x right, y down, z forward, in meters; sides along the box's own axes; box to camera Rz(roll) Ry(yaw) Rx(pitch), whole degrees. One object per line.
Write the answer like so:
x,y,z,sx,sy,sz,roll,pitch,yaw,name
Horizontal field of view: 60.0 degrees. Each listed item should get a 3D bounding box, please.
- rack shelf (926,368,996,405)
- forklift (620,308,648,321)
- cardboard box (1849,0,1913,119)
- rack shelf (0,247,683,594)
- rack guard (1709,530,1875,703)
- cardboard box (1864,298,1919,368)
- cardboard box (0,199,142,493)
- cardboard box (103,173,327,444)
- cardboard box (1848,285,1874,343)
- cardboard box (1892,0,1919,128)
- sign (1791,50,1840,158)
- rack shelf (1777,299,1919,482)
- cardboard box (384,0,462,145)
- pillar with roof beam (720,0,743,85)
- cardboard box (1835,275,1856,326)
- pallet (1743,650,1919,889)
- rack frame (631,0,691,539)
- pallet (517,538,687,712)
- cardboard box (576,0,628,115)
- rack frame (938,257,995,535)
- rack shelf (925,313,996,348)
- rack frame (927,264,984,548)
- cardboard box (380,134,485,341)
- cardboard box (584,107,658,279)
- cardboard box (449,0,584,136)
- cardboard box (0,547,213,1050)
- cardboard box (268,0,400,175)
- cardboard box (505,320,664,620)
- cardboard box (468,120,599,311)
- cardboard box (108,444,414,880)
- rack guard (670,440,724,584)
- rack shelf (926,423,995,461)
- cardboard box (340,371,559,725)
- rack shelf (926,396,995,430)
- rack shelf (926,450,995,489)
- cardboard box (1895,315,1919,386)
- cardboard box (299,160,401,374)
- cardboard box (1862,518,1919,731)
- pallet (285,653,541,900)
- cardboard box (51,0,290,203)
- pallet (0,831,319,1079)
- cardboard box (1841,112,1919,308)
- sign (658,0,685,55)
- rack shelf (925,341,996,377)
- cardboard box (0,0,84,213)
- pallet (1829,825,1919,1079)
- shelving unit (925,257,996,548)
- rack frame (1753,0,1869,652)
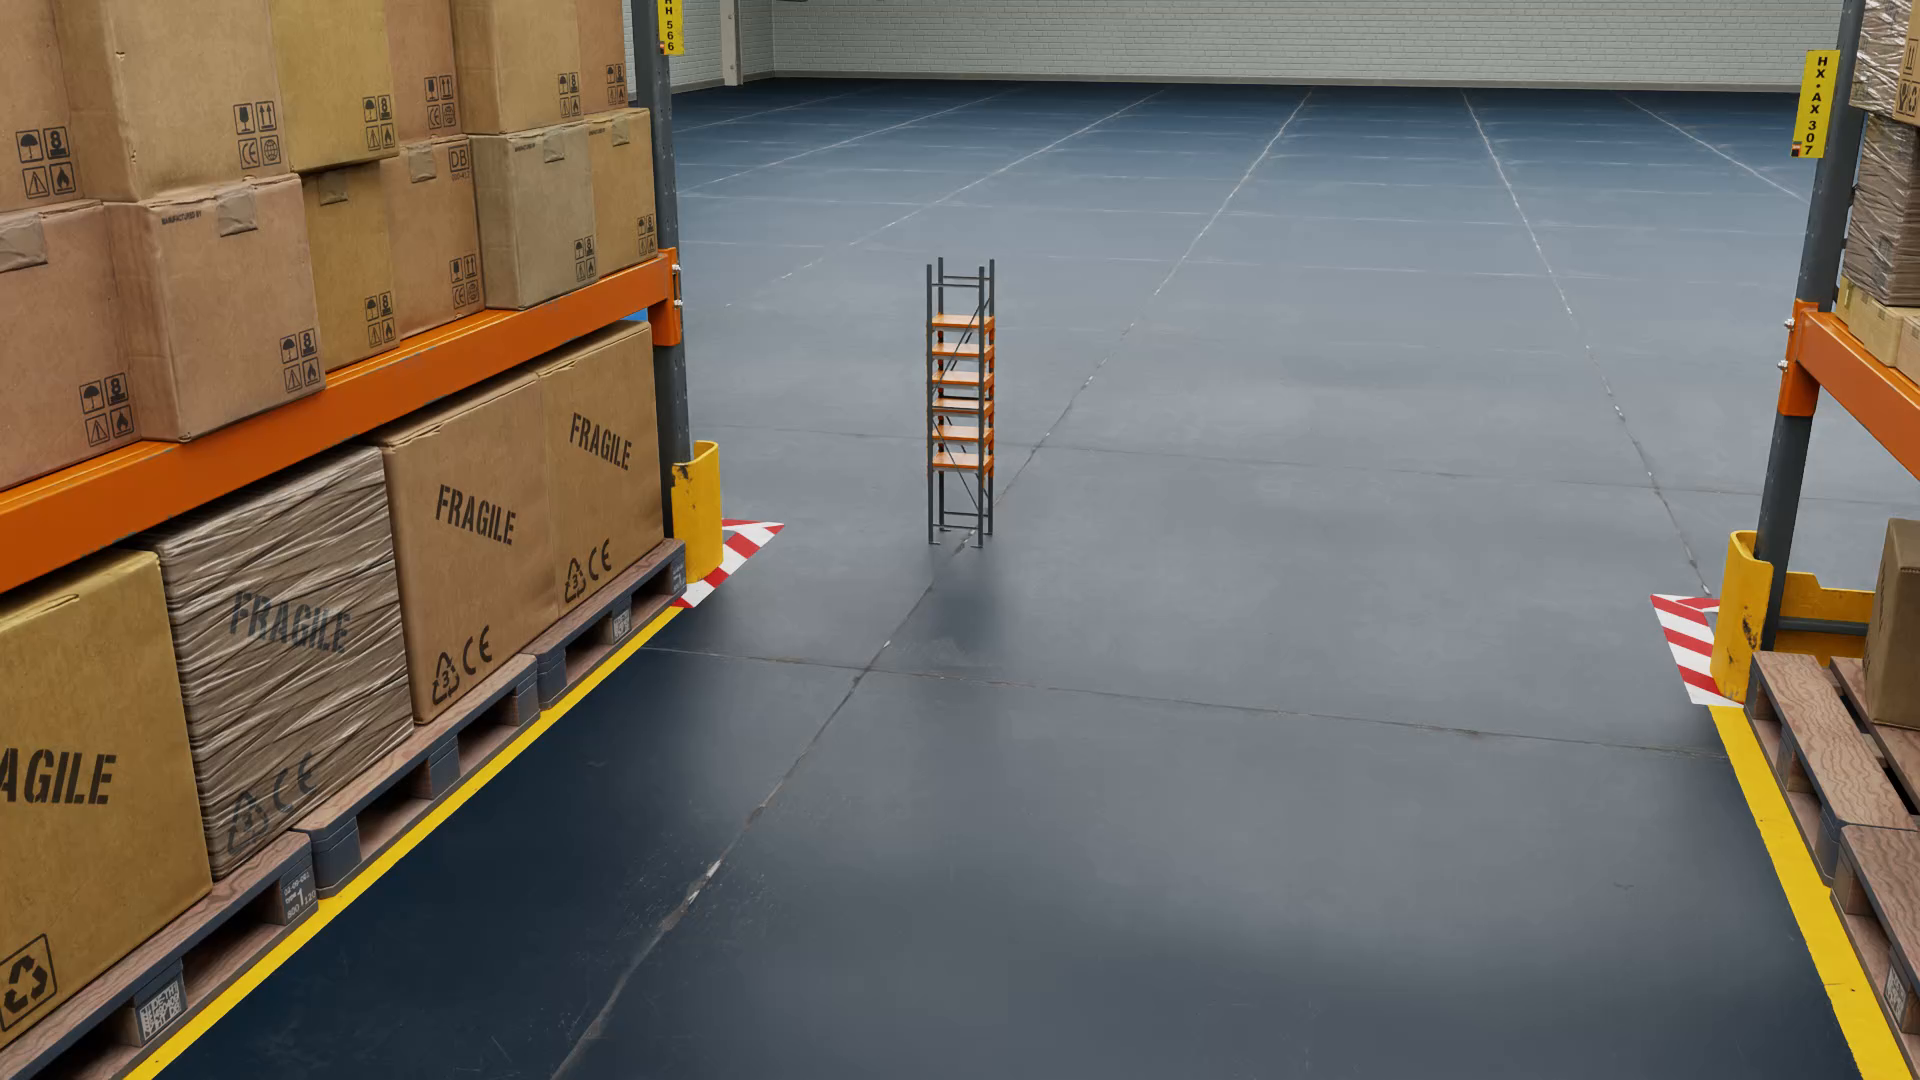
0.004,-0.644,6.982,0.258,0.103,0.180,5,19,13,rack shelf
-2.972,-1.794,7.904,3.031,2.935,1.130,7,20,20,forklift
2.800,-1.418,4.537,0.500,0.500,0.500,5,19,13,cardboard box
-2.075,-0.364,4.725,1.077,0.370,4.000,5,19,13,rack shelf
3.180,0.299,5.539,1.175,0.500,0.348,5,19,13,rack guard
2.743,-0.564,4.588,0.380,0.149,0.250,5,19,13,cardboard box
-2.372,-0.439,3.600,0.875,0.550,0.550,5,19,13,cardboard box
-2.126,-0.599,4.069,0.875,0.550,0.550,5,19,13,cardboard box
2.818,-0.641,4.814,0.380,0.149,0.250,5,19,13,cardboard box
2.671,-1.262,4.080,0.500,0.500,0.500,5,19,13,cardboard box
2.673,-1.360,5.190,0.100,0.325,0.005,5,19,13,sign
2.710,0.060,3.485,1.077,0.370,4.000,5,19,13,rack shelf
-2.028,-1.455,4.905,0.875,0.550,0.550,5,19,13,cardboard box
-0.765,-13.836,33.774,9.100,9.000,0.400,5,19,13,pillar with roof beam
2.898,-0.718,5.039,0.380,0.149,0.250,5,19,13,cardboard box
2.948,0.688,4.848,1.003,0.211,1.213,5,19,13,pallet
-1.586,-1.331,6.444,1.000,3.000,0.127,5,19,13,rack frame
-1.706,0.245,6.143,1.003,0.211,1.213,5,19,13,pallet
-1.714,-1.800,5.914,0.875,0.550,0.550,5,19,13,cardboard box
0.026,-0.601,7.091,0.240,1.200,0.006,5,19,13,rack frame
0.004,-0.871,6.905,0.258,0.103,0.180,5,19,13,rack shelf
-0.019,-0.544,6.923,0.240,1.200,0.006,5,19,13,rack frame
-2.005,-0.942,5.074,0.875,0.550,0.550,5,19,13,cardboard box
-1.633,-1.282,6.069,0.875,0.550,0.550,5,19,13,cardboard box
-1.759,-1.620,5.388,0.875,0.550,0.550,5,19,13,cardboard box
-2.342,0.538,3.610,0.875,0.875,0.875,5,19,14,cardboard box
-2.031,-1.279,4.389,0.875,0.550,0.500,5,19,13,cardboard box
-1.688,-0.307,6.082,0.875,0.875,0.875,5,19,14,cardboard box
-1.746,-1.108,5.559,0.875,0.550,0.550,5,19,13,cardboard box
-2.125,0.255,4.438,0.875,0.875,0.875,5,19,14,cardboard box
-1.580,-0.156,6.870,1.175,0.500,0.348,5,19,13,rack guard
0.004,-0.417,7.060,0.258,0.103,0.180,5,19,13,rack shelf
-1.901,-0.031,5.274,0.875,0.875,0.875,4,19,13,cardboard box
0.004,-0.530,7.021,0.258,0.103,0.180,5,19,13,rack shelf
0.004,-0.303,7.099,0.258,0.103,0.180,5,19,13,rack shelf
2.702,-0.484,4.353,0.380,0.149,0.250,5,19,13,cardboard box
-2.094,-0.773,4.578,0.875,0.550,0.500,5,19,13,cardboard box
3.030,0.271,4.971,0.500,0.500,0.500,9,21,23,cardboard box
-2.006,0.627,5.027,1.003,0.211,1.213,5,19,13,pallet
-2.153,-1.112,3.901,0.875,0.550,0.550,5,19,13,cardboard box
-2.302,1.010,3.904,1.003,0.211,1.213,5,19,13,pallet
3.038,-0.926,4.642,0.875,0.500,0.500,5,19,13,cardboard box
-1.063,-1.944,6.080,0.100,0.325,0.005,5,19,13,sign
0.004,-0.757,6.944,0.258,0.103,0.180,5,19,13,rack shelf
-2.418,-0.954,3.437,0.875,0.550,0.550,5,19,13,cardboard box
2.647,1.069,3.732,1.003,0.211,1.213,5,19,13,pallet
0.004,-0.572,7.007,0.258,1.200,0.189,5,19,13,shelving unit
3.199,-0.908,5.204,1.000,3.000,0.127,5,19,13,rack frame
